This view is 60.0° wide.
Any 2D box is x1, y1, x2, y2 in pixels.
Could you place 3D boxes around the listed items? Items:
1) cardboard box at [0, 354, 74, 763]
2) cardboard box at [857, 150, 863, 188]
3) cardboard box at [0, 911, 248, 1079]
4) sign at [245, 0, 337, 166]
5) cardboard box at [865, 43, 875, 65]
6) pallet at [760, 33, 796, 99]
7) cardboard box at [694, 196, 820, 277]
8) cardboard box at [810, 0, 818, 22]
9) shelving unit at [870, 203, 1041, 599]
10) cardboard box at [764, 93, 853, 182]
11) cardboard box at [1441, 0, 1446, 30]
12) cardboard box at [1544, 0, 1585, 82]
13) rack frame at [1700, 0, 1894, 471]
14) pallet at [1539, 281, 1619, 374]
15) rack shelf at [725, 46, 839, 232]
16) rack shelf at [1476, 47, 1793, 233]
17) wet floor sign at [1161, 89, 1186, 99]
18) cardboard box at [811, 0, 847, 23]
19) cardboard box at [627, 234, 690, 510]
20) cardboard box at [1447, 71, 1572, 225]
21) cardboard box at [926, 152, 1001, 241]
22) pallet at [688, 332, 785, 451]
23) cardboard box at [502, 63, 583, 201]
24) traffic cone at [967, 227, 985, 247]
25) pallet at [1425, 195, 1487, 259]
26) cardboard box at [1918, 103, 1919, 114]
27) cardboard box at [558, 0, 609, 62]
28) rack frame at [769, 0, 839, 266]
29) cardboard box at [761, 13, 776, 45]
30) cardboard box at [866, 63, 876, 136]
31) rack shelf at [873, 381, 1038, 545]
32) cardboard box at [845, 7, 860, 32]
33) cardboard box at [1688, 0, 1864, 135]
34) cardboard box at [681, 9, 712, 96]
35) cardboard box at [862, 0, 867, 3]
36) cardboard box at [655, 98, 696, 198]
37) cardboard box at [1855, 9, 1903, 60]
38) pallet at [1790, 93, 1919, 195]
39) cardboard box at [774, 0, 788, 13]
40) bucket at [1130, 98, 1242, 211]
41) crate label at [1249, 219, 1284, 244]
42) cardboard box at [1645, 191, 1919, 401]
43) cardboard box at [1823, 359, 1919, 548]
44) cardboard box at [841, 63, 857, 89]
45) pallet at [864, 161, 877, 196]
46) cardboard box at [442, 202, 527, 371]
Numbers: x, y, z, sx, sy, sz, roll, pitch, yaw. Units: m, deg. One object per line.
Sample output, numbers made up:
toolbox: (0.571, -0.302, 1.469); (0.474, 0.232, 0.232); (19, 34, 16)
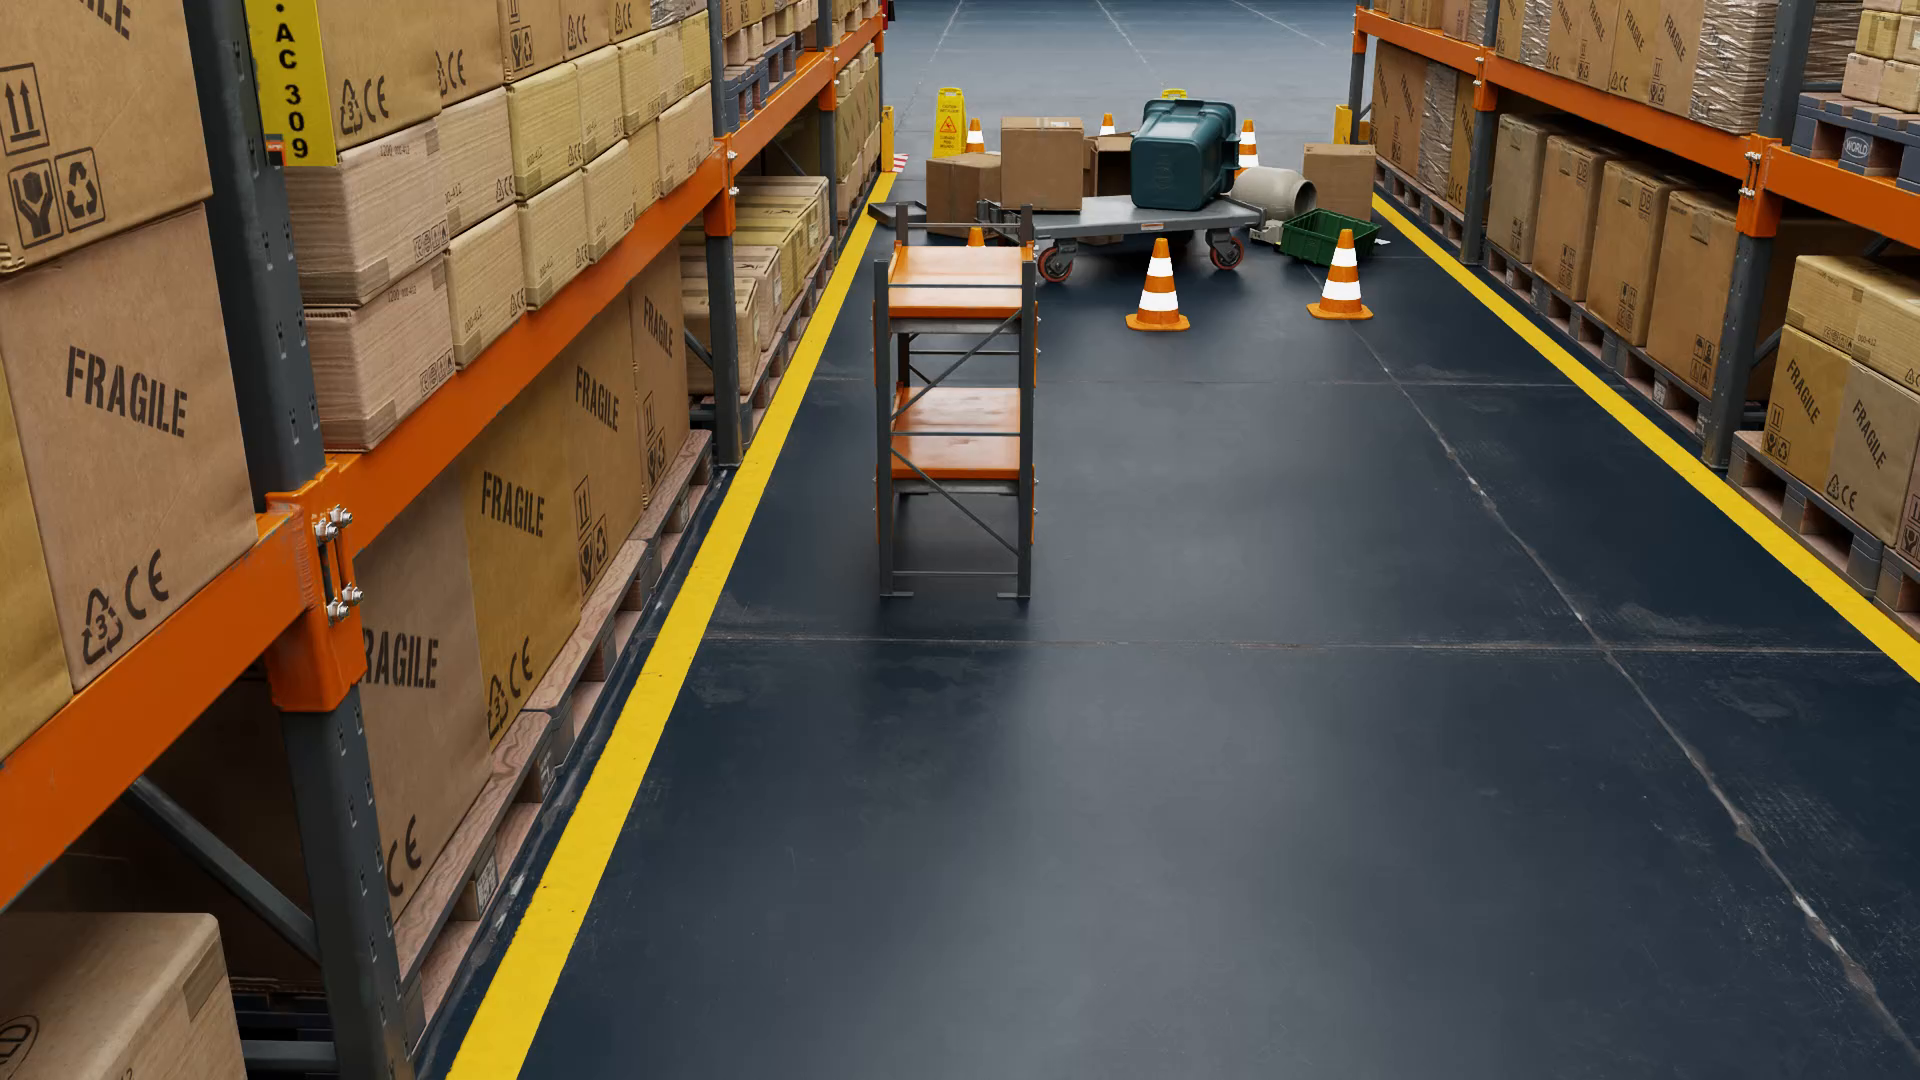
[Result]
cardboard box: (-1.288, 0.044, 1.632); (0.500, 0.500, 0.500); (0, 21, 0)
cardboard box: (-0.969, -2.668, 11.979); (0.500, 0.250, 0.500); (0, 21, 1)
cardboard box: (-1.645, 0.958, 2.374); (0.875, 0.438, 0.875); (0, 21, 1)
sign: (-0.964, -0.701, 2.384); (0.100, 0.325, 0.005); (1, 21, 2)
cardboard box: (-0.862, -3.745, 12.822); (0.380, 0.149, 0.250); (1, 21, 3)
pallet: (-1.378, -2.339, 8.177); (1.003, 0.211, 1.213); (1, 21, 2)
cardboard box: (-1.308, -1.680, 9.264); (0.950, 0.372, 0.625); (2, 21, 5)
cardboard box: (-1.016, -3.049, 9.506); (0.380, 0.149, 0.250); (1, 21, 2)
shelving unit: (0.000, -0.522, 5.819); (0.538, 1.125, 1.048); (1, 21, 2)
cardboard box: (-0.988, -2.633, 10.852); (0.500, 0.500, 0.500); (2, 21, 4)
cardboard box: (3.803, -3.738, 11.307); (0.875, 0.550, 0.550); (1, 21, 2)
cardboard box: (3.358, -2.637, 8.541); (0.500, 0.500, 0.500); (1, 21, 1)
rack frame: (3.553, -1.695, 6.250); (1.000, 3.000, 0.127); (1, 21, 2)
pallet: (3.693, -1.119, 8.621); (1.003, 0.211, 1.213); (1, 21, 2)
rack shelf: (-1.337, -2.100, 8.290); (1.077, 0.370, 4.000); (1, 21, 2)
rack shelf: (3.614, -2.083, 8.244); (1.077, 0.370, 4.000); (1, 21, 2)
wet floor sign: (1.818, -3.522, 14.214); (0.267, 0.644, 0.232); (-3, 21, -8)
cardboard box: (-0.984, -3.500, 10.354); (0.500, 0.500, 0.500); (1, 21, 1)
cardboard box: (-1.501, -0.669, 5.963); (0.875, 0.875, 0.875); (0, 21, 1)
cardboard box: (3.764, -2.573, 10.870); (0.875, 0.875, 0.875); (1, 21, 2)
cardboard box: (0.117, -2.367, 11.435); (0.500, 0.500, 0.500); (18, 27, 38)
pallet: (-1.372, -0.695, 7.529); (1.003, 0.211, 1.213); (1, 21, 2)
cardboard box: (-1.194, -0.957, 3.864); (0.500, 0.250, 0.500); (1, 21, 2)
traffic cone: (0.086, -1.513, 9.287); (0.336, 0.463, 0.334); (1, 21, 2)
pallet: (3.776, -2.115, 11.188); (1.003, 0.211, 1.213); (1, 21, 2)
cardboard box: (3.322, -1.419, 5.307); (0.380, 0.149, 0.250); (2, 21, 4)
cardboard box: (-1.203, -1.488, 4.196); (0.500, 0.500, 0.500); (0, 21, 1)
rack frame: (-1.276, -3.159, 10.024); (1.000, 3.000, 0.127); (1, 21, 2)
cardboard box: (-1.104, -2.491, 8.068); (0.380, 0.149, 0.250); (1, 21, 3)
cardboard box: (-0.930, -3.387, 12.796); (0.500, 0.500, 0.500); (1, 21, 4)
rack shelf: (0.000, -0.294, 5.908); (0.538, 0.278, 1.000); (1, 21, 2)
cardboard box: (-0.897, -3.615, 11.545); (0.380, 0.149, 0.250); (1, 21, 2)
cardboard box: (3.299, -1.907, 6.659); (0.500, 0.500, 0.500); (1, 21, 2)
cardboard box: (-1.158, -1.698, 5.774); (0.500, 0.250, 0.500); (1, 21, 1)
cardboard box: (-0.934, -4.229, 12.233); (0.500, 0.500, 0.500); (1, 21, 1)
cardboard box: (-1.153, -1.272, 5.368); (0.500, 0.250, 0.500); (1, 21, 3)
cardboard box: (3.338, -1.740, 5.721); (0.380, 0.149, 0.250); (2, 21, 4)
pallet: (3.638, -1.346, 5.618); (1.213, 0.211, 1.003); (1, 21, 2)
cardboard box: (-1.111, -2.815, 8.008); (0.500, 0.500, 0.500); (0, 21, 0)
bucket: (1.375, -2.398, 10.487); (0.726, 0.611, 0.620); (8, 33, 20)
crate label: (2.094, -2.066, 11.164); (0.298, 0.136, 0.250); (-16, 26, -35)
cardboard box: (3.662, -1.061, 7.146); (1.050, 0.750, 0.750); (0, 21, 1)
cardboard box: (3.265, -0.290, 5.506); (0.500, 0.500, 0.500); (1, 21, 2)
cardboard box: (-0.910, -3.166, 11.328); (0.380, 0.149, 0.250); (1, 21, 4)
pallet: (-1.216, -2.984, 13.429); (1.003, 0.211, 1.213); (1, 21, 2)
cardboard box: (-1.228, -0.540, 3.481); (0.500, 0.250, 0.500); (0, 21, 0)
